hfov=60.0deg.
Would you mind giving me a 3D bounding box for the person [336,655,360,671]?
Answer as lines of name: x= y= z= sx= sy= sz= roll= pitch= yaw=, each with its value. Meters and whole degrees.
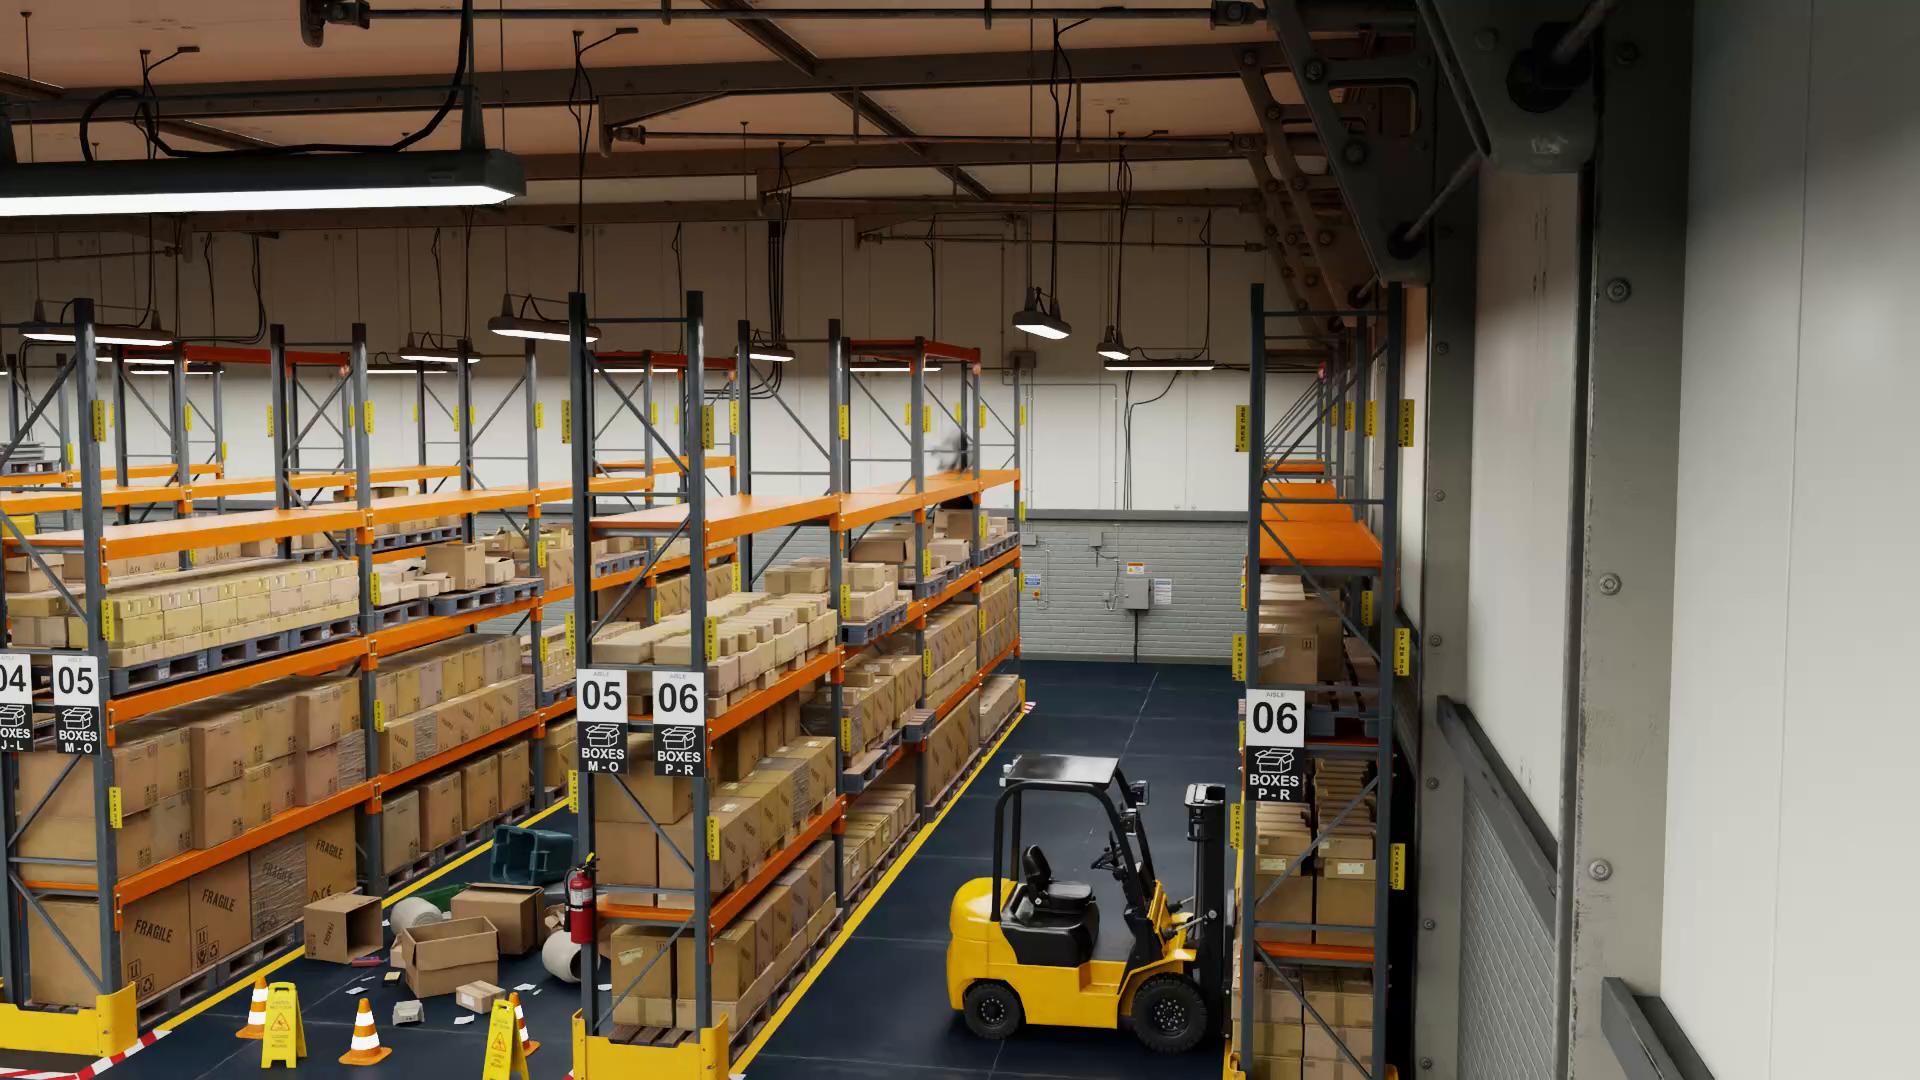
person: x=-8.514 y=2.353 z=23.440 sx=0.711 sy=1.752 sz=1.087 roll=0 pitch=5 yaw=2
